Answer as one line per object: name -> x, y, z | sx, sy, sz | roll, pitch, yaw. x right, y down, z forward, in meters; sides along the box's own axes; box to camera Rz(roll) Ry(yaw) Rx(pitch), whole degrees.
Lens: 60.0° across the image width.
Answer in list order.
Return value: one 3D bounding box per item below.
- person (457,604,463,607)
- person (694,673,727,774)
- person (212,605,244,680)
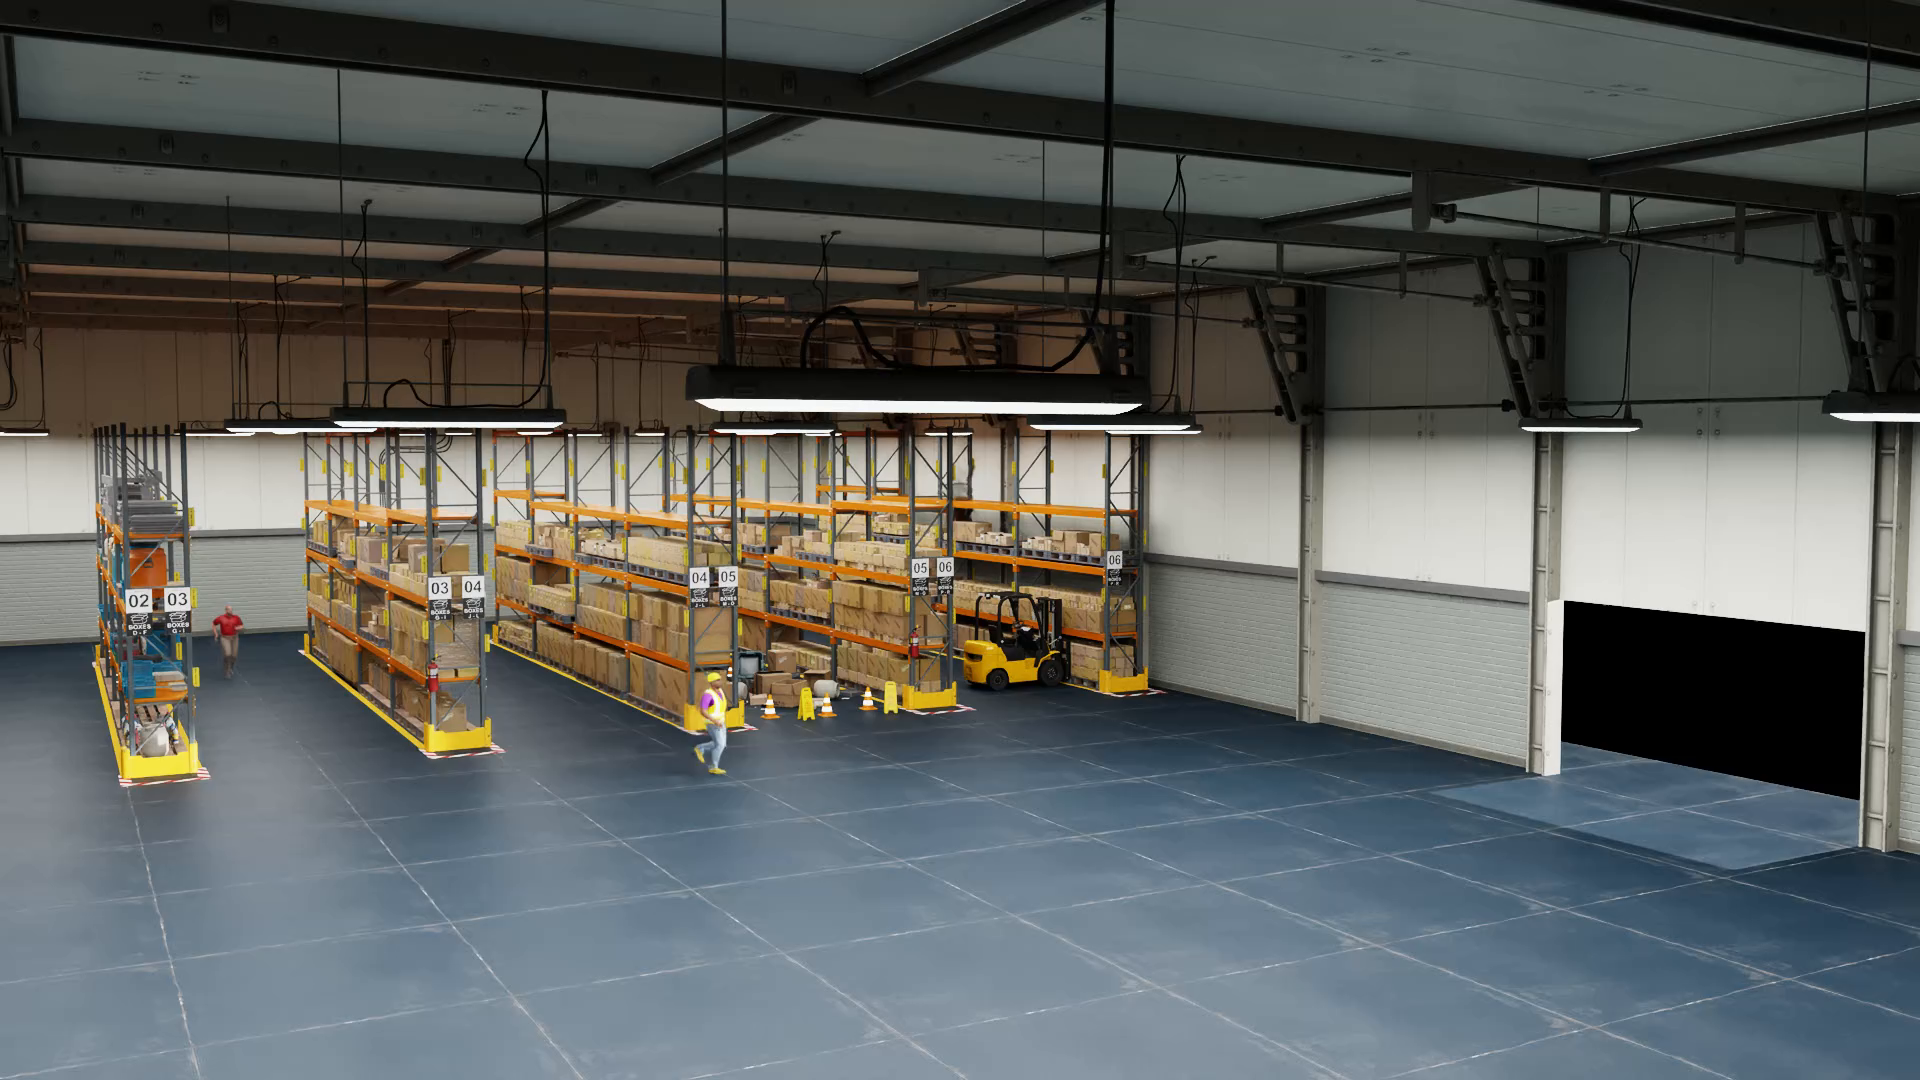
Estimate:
person -> -13.961, 2.170, 45.762 | 0.731, 1.590, 0.493 | 0, 3, -8
person -> -4.277, 3.130, 28.538 | 0.651, 1.738, 0.722 | 1, 4, 17
person -> -17.535, 2.455, 39.911 | 0.635, 1.799, 0.790 | -3, 5, -43
